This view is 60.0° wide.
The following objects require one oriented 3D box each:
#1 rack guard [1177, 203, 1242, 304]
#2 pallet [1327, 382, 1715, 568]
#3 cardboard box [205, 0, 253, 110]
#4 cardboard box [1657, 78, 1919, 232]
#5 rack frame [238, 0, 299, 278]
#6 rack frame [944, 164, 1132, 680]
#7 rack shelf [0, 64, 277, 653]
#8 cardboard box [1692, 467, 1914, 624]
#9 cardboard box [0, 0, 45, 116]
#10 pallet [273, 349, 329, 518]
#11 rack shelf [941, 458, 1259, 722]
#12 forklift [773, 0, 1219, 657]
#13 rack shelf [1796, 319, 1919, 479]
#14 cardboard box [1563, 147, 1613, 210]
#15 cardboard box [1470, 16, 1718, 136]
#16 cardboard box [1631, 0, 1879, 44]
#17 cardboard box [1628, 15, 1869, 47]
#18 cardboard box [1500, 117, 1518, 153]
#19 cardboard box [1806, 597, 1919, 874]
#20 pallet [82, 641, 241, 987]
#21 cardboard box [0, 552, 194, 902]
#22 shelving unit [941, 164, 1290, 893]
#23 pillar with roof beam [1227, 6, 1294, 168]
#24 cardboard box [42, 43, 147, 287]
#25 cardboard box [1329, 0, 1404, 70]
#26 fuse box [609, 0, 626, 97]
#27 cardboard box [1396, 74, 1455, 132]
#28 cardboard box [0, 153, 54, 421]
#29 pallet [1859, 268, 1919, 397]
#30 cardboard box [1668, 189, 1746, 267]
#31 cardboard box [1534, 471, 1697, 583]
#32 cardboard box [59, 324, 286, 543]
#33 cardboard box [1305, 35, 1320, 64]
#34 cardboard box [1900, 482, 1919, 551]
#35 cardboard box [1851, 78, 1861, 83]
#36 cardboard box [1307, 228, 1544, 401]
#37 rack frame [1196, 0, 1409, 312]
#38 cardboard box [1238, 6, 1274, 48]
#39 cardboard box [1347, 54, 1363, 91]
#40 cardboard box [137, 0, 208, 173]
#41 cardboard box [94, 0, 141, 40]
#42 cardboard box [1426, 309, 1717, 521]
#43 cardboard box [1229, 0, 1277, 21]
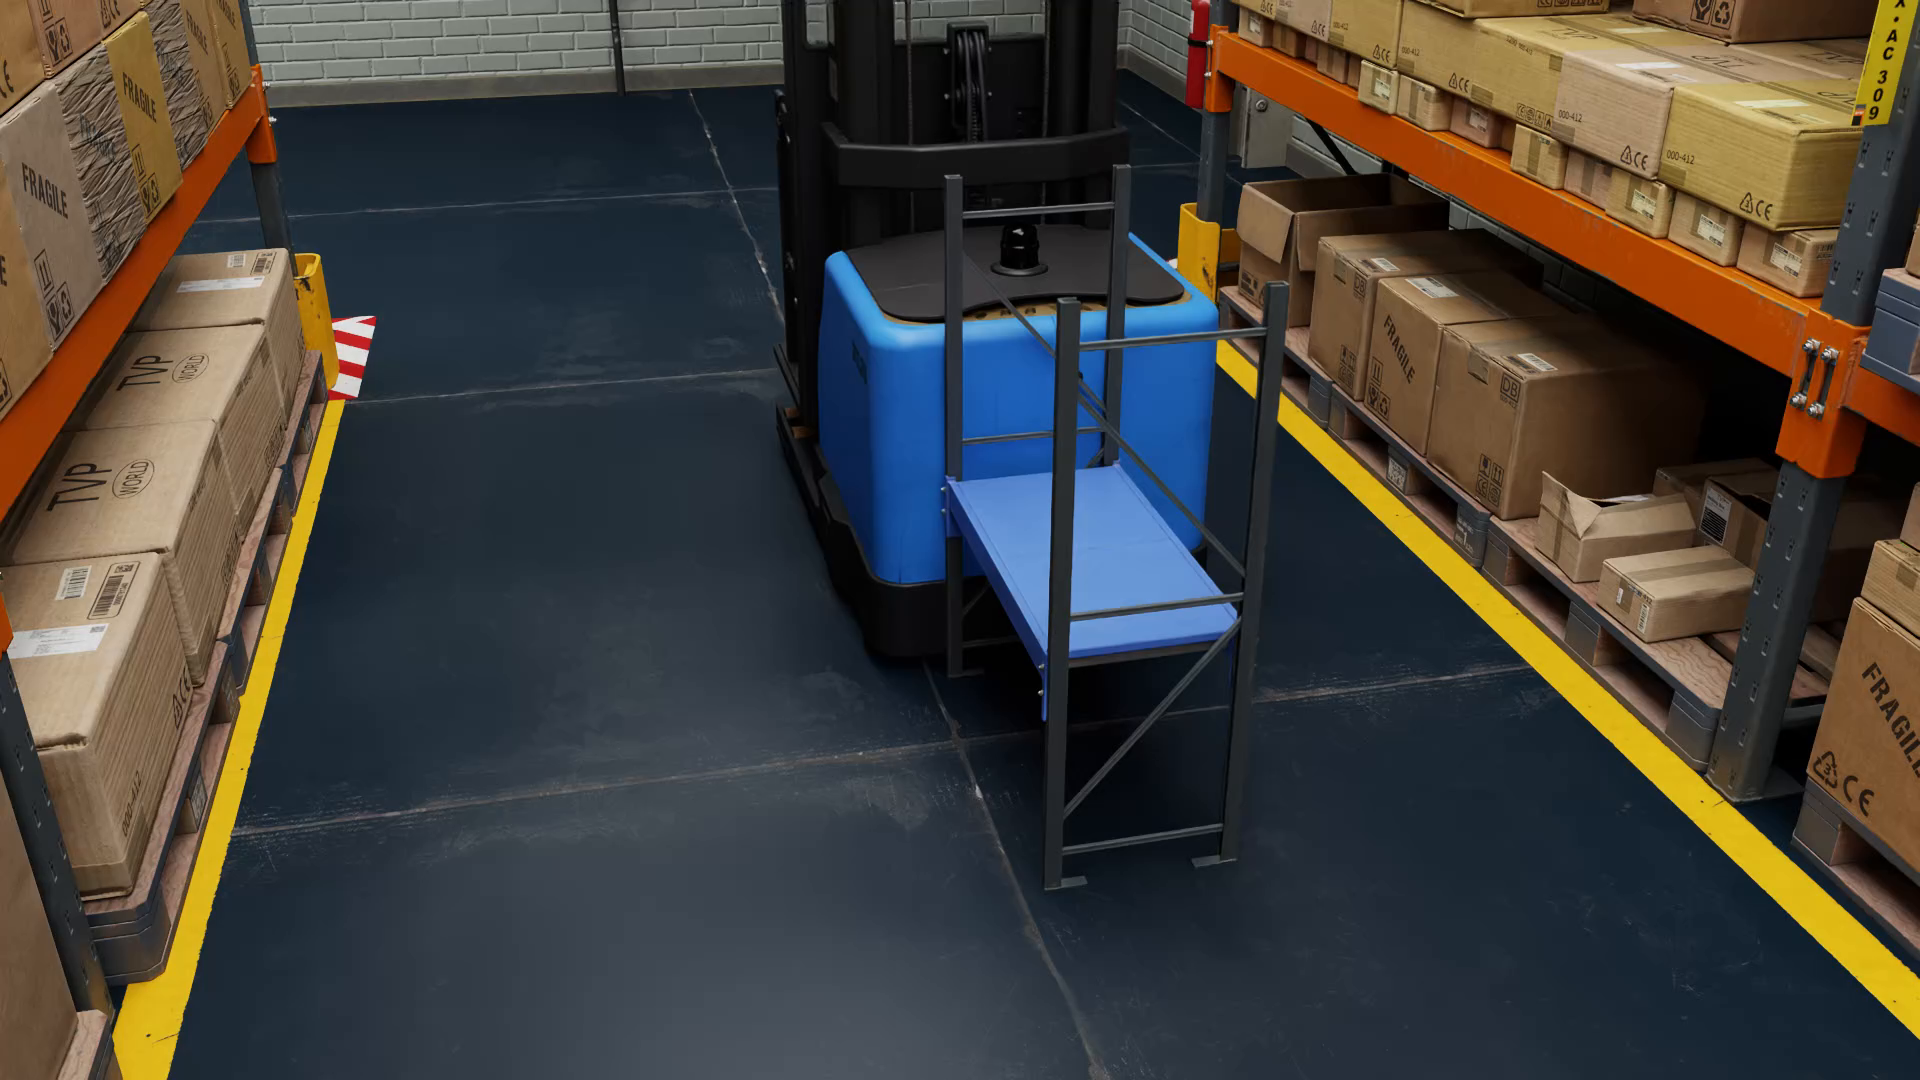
[{"bbox_3d":[1.616,-1.324,7.819,1.175,0.500,0.348,-6,27,-12],"label":"rack guard"},{"bbox_3d":[2.068,-0.311,6.132,1.003,0.211,1.213,-6,27,-12],"label":"pallet"},{"bbox_3d":[-2.870,-1.828,5.931,0.500,0.500,0.500,-6,27,-11],"label":"cardboard box"},{"bbox_3d":[2.148,-0.982,4.204,0.500,0.250,0.500,-5,27,-10],"label":"cardboard box"},{"bbox_3d":[-3.236,-1.968,6.320,1.000,3.000,0.127,-6,27,-12],"label":"rack frame"},{"bbox_3d":[0.205,-0.289,4.659,0.500,1.500,0.032,-6,27,-12],"label":"rack frame"},{"bbox_3d":[-2.785,-0.769,4.743,1.077,0.370,4.000,-6,27,-12],"label":"rack shelf"},{"bbox_3d":[2.582,-0.019,4.976,0.500,0.311,0.500,-5,27,-10],"label":"cardboard box"},{"bbox_3d":[-2.314,-1.159,3.497,0.500,0.500,0.500,-6,27,-12],"label":"cardboard box"},{"bbox_3d":[-2.980,-0.380,6.269,1.003,0.211,1.213,-6,27,-12],"label":"pallet"},{"bbox_3d":[0.325,0.094,4.299,0.538,0.185,1.000,-6,27,-12],"label":"rack shelf"},{"bbox_3d":[-0.090,-1.606,5.679,1.130,2.935,3.031,-6,27,-12],"label":"forklift"},{"bbox_3d":[2.951,0.481,2.266,1.077,0.370,4.000,-6,27,-12],"label":"rack shelf"},{"bbox_3d":[1.988,-1.062,4.803,0.380,0.149,0.250,-5,27,-10],"label":"cardboard box"},{"bbox_3d":[1.921,-1.421,5.073,0.500,0.250,0.500,-6,27,-12],"label":"cardboard box"},{"bbox_3d":[2.424,-1.799,4.990,0.500,0.500,0.500,-7,28,-13],"label":"cardboard box"},{"bbox_3d":[2.418,-1.475,5.179,0.500,0.250,0.500,-5,27,-10],"label":"cardboard box"},{"bbox_3d":[1.954,-1.296,5.267,0.380,0.149,0.250,-6,27,-11],"label":"cardboard box"},{"bbox_3d":[2.390,0.446,3.846,0.500,0.500,0.500,-5,27,-9],"label":"cardboard box"},{"bbox_3d":[-2.430,0.691,4.147,1.003,0.211,1.213,-6,27,-12],"label":"pallet"},{"bbox_3d":[-2.372,0.458,3.892,0.875,0.438,0.875,-6,27,-12],"label":"cardboard box"},{"bbox_3d":[0.325,-0.067,4.218,0.538,1.500,1.048,-6,27,-12],"label":"shelving unit"},{"bbox_3d":[-2.325,-5.990,7.631,9.100,9.000,0.400,-6,27,-12],"label":"pillar with roof beam"},{"bbox_3d":[-2.401,-0.930,4.152,0.500,0.500,0.500,-6,27,-11],"label":"cardboard box"},{"bbox_3d":[1.670,-1.870,5.961,0.500,0.250,0.500,-6,27,-13],"label":"cardboard box"},{"bbox_3d":[-2.450,-4.015,11.806,0.539,1.711,0.414,-6,27,-12],"label":"fuse box"},{"bbox_3d":[1.727,-1.505,5.682,0.380,0.149,0.250,-5,27,-10],"label":"cardboard box"},{"bbox_3d":[-2.185,-0.489,3.280,0.500,0.500,0.500,-5,27,-10],"label":"cardboard box"},{"bbox_3d":[2.574,-0.270,3.169,1.003,0.211,1.213,-6,27,-12],"label":"pallet"},{"bbox_3d":[2.103,-0.832,4.348,0.380,0.149,0.250,-5,27,-10],"label":"cardboard box"},{"bbox_3d":[2.008,-0.056,5.100,0.396,0.266,0.258,-5,27,-10],"label":"cardboard box"},{"bbox_3d":[-2.776,-0.331,5.455,0.875,0.438,0.875,-5,27,-10],"label":"cardboard box"},{"bbox_3d":[1.601,-1.971,6.604,0.380,0.149,0.250,-6,27,-12],"label":"cardboard box"},{"bbox_3d":[2.381,-0.033,3.745,0.380,0.149,0.250,-6,27,-12],"label":"cardboard box"},{"bbox_3d":[2.652,-1.028,4.295,0.500,0.250,0.500,-6,27,-12],"label":"cardboard box"},{"bbox_3d":[1.799,-0.888,6.488,0.700,0.500,0.500,-5,27,-9],"label":"cardboard box"},{"bbox_3d":[1.599,-2.474,7.322,1.000,3.000,0.127,-6,27,-12],"label":"rack frame"},{"bbox_3d":[1.406,-2.189,7.038,0.380,0.149,0.250,-6,27,-12],"label":"cardboard box"},{"bbox_3d":[1.664,-1.737,6.142,0.380,0.149,0.250,-6,27,-11],"label":"cardboard box"},{"bbox_3d":[-2.646,-1.381,5.046,0.500,0.500,0.500,-5,27,-10],"label":"cardboard box"},{"bbox_3d":[-2.529,-1.607,4.384,0.500,0.500,0.500,-6,27,-12],"label":"cardboard box"},{"bbox_3d":[2.033,-0.432,5.585,0.700,0.500,0.500,-7,28,-14],"label":"cardboard box"},{"bbox_3d":[1.439,-2.313,6.840,0.500,0.250,0.500,-6,27,-11],"label":"cardboard box"}]
